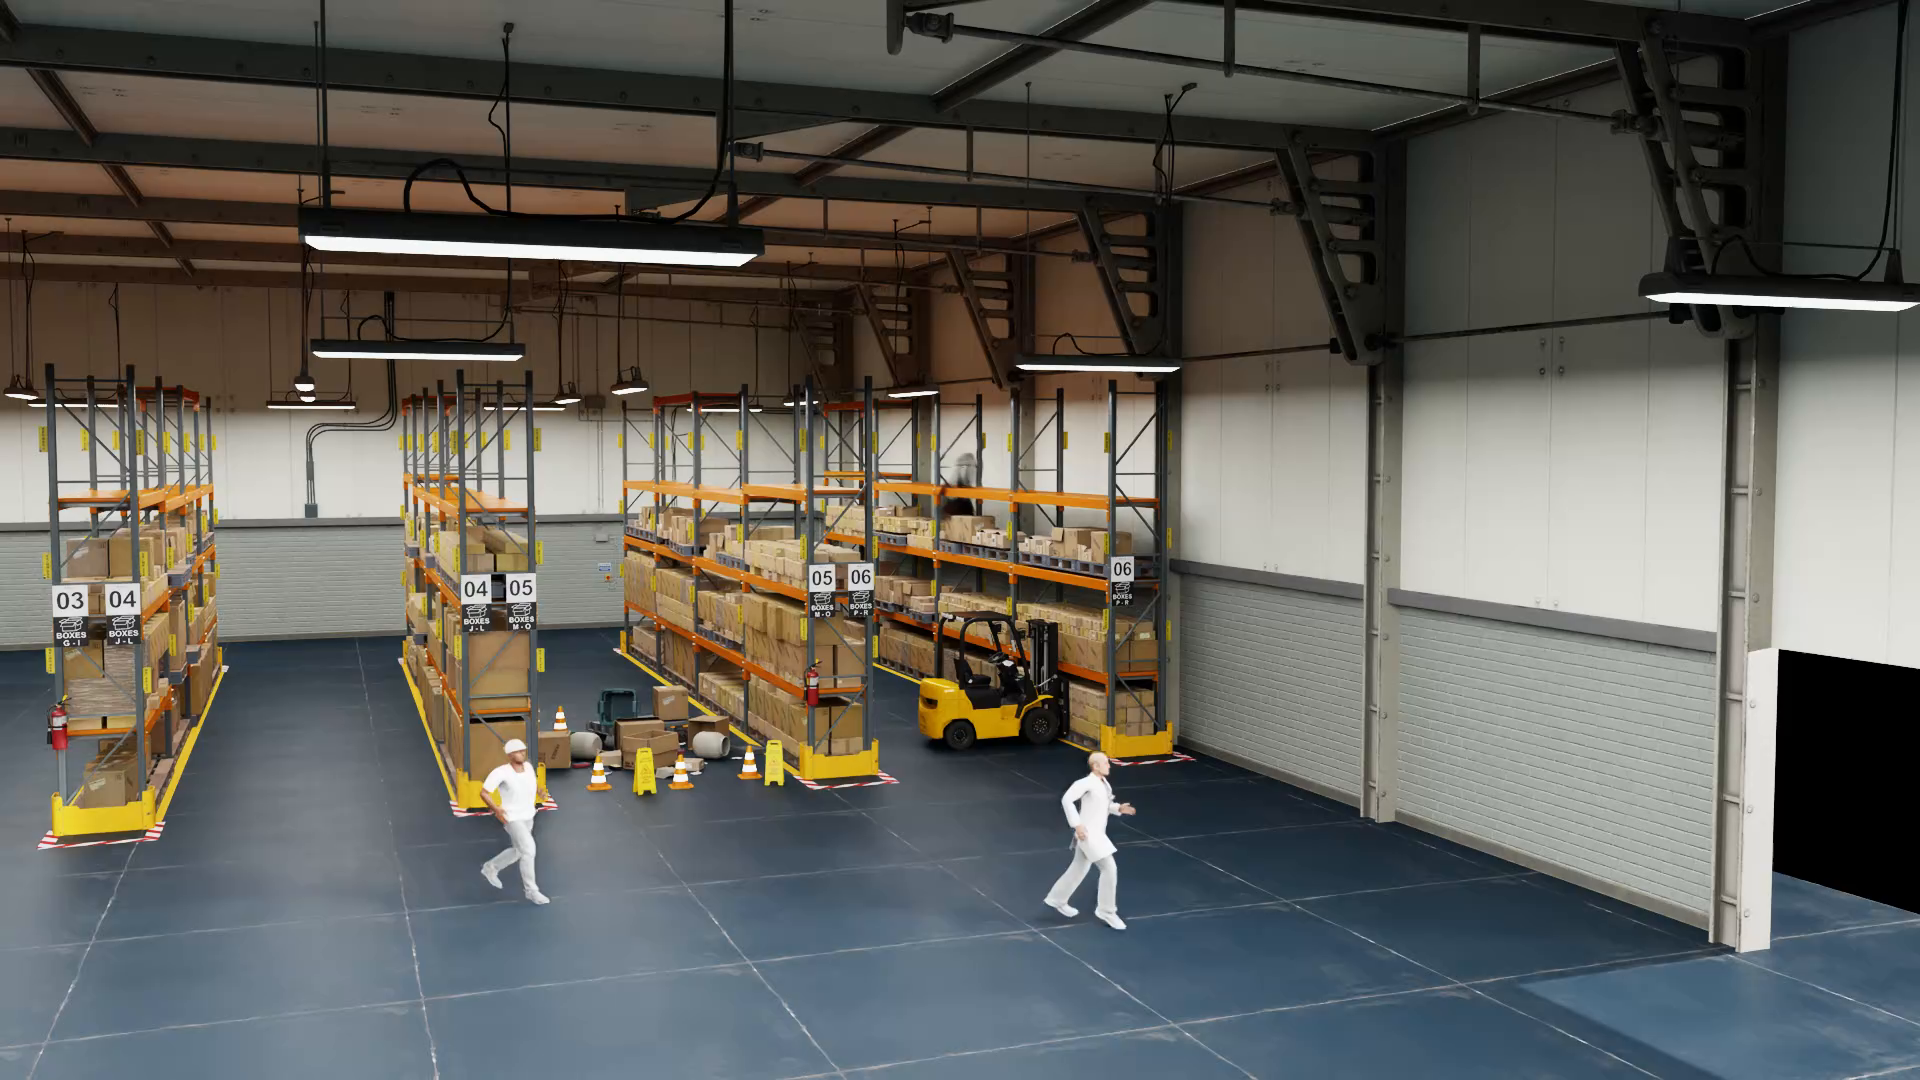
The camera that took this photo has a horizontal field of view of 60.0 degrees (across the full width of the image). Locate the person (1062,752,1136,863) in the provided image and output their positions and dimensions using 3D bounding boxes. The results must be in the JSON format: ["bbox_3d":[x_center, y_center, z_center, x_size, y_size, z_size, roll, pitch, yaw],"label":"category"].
[{"bbox_3d":[1.459,2.767,17.265,0.726,1.136,0.623,1,3,13],"label":"person"}]

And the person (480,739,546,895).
[{"bbox_3d":[-4.909,3.009,18.245,0.753,1.688,0.685,1,4,22],"label":"person"}]
